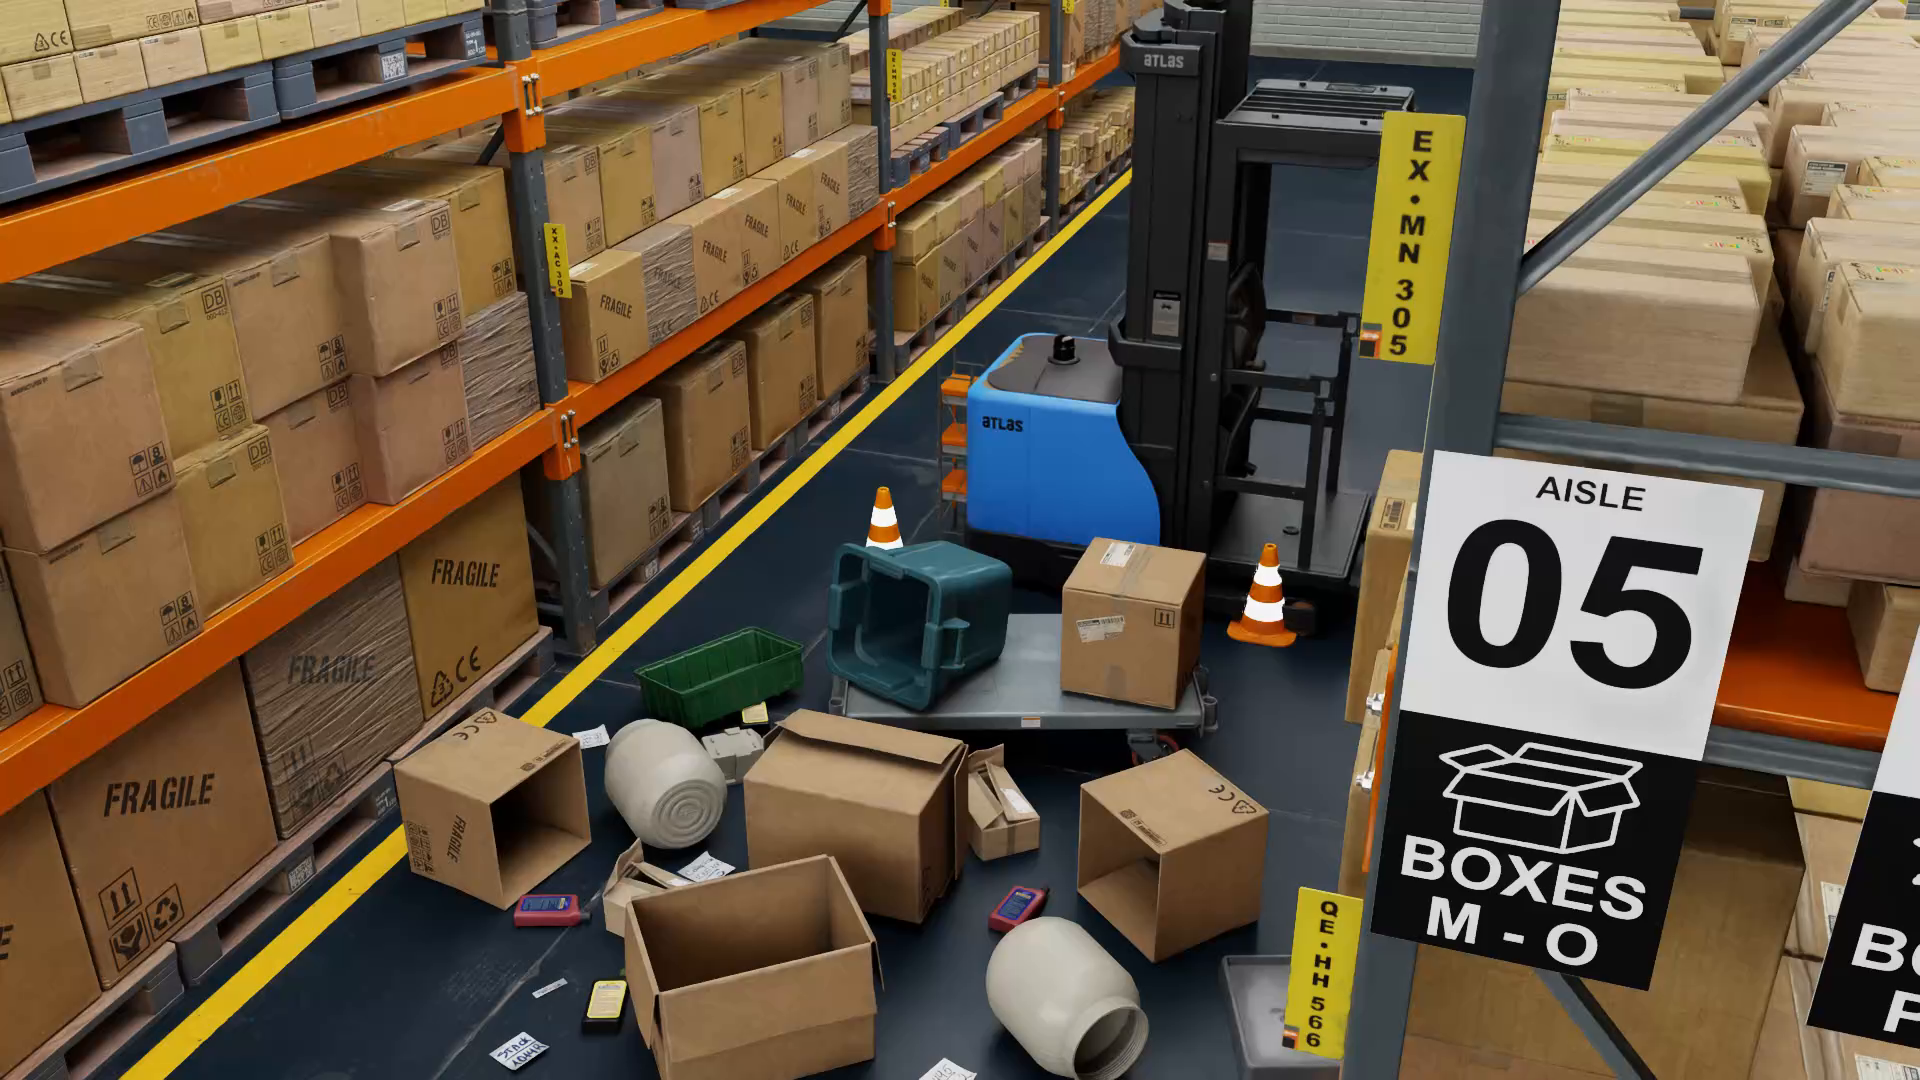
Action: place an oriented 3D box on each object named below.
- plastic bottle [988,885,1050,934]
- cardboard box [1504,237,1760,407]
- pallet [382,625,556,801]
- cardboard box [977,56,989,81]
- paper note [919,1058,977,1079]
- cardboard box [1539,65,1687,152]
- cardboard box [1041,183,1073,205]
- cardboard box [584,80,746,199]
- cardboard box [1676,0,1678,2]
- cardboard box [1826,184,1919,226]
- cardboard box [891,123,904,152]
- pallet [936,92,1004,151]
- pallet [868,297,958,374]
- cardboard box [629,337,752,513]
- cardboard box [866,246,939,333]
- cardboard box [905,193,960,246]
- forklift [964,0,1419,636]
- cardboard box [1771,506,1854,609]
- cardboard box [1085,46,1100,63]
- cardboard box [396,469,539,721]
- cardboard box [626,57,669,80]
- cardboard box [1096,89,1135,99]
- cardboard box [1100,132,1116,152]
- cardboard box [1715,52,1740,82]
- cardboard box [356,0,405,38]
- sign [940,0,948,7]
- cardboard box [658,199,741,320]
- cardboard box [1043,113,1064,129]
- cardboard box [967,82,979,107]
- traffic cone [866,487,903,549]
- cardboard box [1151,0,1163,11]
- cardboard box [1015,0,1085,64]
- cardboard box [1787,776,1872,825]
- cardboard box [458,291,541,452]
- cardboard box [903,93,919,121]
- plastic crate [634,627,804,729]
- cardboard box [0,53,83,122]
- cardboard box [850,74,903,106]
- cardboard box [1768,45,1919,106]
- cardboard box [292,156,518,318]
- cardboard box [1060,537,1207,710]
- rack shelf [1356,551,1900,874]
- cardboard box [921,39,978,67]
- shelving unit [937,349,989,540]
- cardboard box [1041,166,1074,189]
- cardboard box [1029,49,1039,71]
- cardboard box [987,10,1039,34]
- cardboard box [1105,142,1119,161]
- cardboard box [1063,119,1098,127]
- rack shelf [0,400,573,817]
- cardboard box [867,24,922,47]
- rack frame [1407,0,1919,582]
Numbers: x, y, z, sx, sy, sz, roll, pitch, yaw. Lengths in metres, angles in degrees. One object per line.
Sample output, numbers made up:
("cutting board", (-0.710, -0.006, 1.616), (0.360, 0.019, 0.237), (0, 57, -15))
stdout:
("plastic bottle", (0.231, 1.389, 6.311), (0.133, 0.061, 0.283), (14, 29, 26))
("cardboard box", (0.932, -0.326, 2.412), (0.380, 0.149, 0.250), (9, 27, 18))
("pallet", (-2.600, 0.688, 7.587), (1.003, 0.211, 1.213), (9, 27, 17))
("cardboard box", (0.008, -3.631, 12.773), (0.380, 0.149, 0.250), (9, 27, 18))
("paper note", (-0.041, 1.789, 5.534), (0.148, 0.019, 0.142), (20, 32, 35))
("cardboard box", (1.410, -0.961, 3.724), (0.380, 0.149, 0.250), (9, 27, 19))
("cardboard box", (0.814, -3.165, 15.134), (0.380, 0.149, 0.250), (8, 27, 15))
("cardboard box", (-1.606, -2.195, 9.079), (0.700, 0.500, 0.500), (8, 27, 17))
("cardboard box", (1.957, -1.595, 5.033), (0.380, 0.149, 0.250), (10, 27, 19))
("cardboard box", (1.619, -0.460, 2.690), (0.380, 0.149, 0.250), (9, 27, 17))
("cardboard box", (-0.602, -2.743, 11.279), (0.380, 0.149, 0.250), (8, 27, 17))
("pallet", (-0.322, -3.245, 12.731), (1.003, 0.211, 1.213), (9, 27, 17))
("pallet", (-0.680, -1.578, 12.267), (1.003, 0.211, 1.213), (9, 27, 17))
("cardboard box", (-1.826, -0.709, 9.372), (1.050, 0.750, 0.750), (9, 27, 17))
("cardboard box", (-0.466, -1.830, 11.974), (0.500, 0.500, 0.500), (8, 27, 15))
("cardboard box", (-0.315, -2.370, 12.229), (0.500, 0.250, 0.500), (8, 27, 17))
("forklift", (1.595, -1.103, 8.164), (3.031, 2.935, 1.130), (9, 27, 17))
("cardboard box", (1.517, 0.005, 2.645), (0.380, 0.149, 0.250), (8, 27, 16))
("cardboard box", (1.089, -4.551, 15.496), (0.380, 0.149, 0.250), (9, 27, 18))
("cardboard box", (-2.548, 0.147, 7.460), (0.875, 0.875, 0.875), (9, 27, 18))
("cardboard box", (-3.660, -4.779, 17.634), (0.875, 0.875, 0.875), (9, 27, 17))
("cardboard box", (1.646, -4.624, 17.465), (0.380, 0.149, 0.250), (9, 27, 18))
("cardboard box", (1.314, -3.933, 16.379), (0.380, 0.149, 0.250), (9, 27, 18))
("cardboard box", (2.369, -1.180, 4.634), (0.500, 0.250, 0.500), (8, 27, 17))
("cardboard box", (-2.261, -1.933, 6.050), (0.380, 0.149, 0.250), (9, 27, 18))
("sign", (-0.125, -4.621, 14.359), (0.100, 0.325, 0.005), (9, 27, 17))
("cardboard box", (-1.508, -1.503, 8.798), (0.500, 0.500, 0.500), (9, 27, 17))
("cardboard box", (0.813, -4.146, 16.479), (0.380, 0.149, 0.250), (9, 27, 18))
("cardboard box", (-0.075, -3.395, 12.625), (0.380, 0.149, 0.250), (8, 27, 16))
("traffic cone", (-0.402, -0.059, 8.840), (0.336, 0.463, 0.334), (9, 27, 17))
("cardboard box", (1.814, -5.757, 17.241), (0.500, 0.500, 0.500), (9, 27, 18))
("cardboard box", (0.792, -4.502, 14.650), (0.500, 0.500, 0.500), (8, 27, 16))
("cardboard box", (1.855, 0.696, 3.915), (0.500, 0.500, 0.500), (8, 27, 16))
("cardboard box", (-2.384, -0.783, 7.252), (0.875, 0.550, 0.550), (9, 27, 17))
("cardboard box", (-0.503, -3.003, 11.476), (0.380, 0.149, 0.250), (10, 28, 20))
("plastic crate", (-1.095, 0.633, 7.662), (0.662, 0.188, 0.450), (-20, 23, -36))
("cardboard box", (-2.767, -1.309, 4.760), (0.380, 0.149, 0.250), (9, 27, 17))
("cardboard box", (-0.604, -3.019, 11.168), (0.380, 0.149, 0.250), (9, 27, 18))
("cardboard box", (2.161, -1.083, 3.976), (0.380, 0.149, 0.250), (9, 27, 18))
("cardboard box", (-2.428, -1.275, 7.031), (0.875, 0.550, 0.550), (9, 27, 17))
("cardboard box", (0.740, 0.346, 7.092), (0.500, 0.500, 0.500), (9, 27, 17))
("rack shelf", (1.763, -0.396, 4.010), (1.077, 0.370, 4.000), (9, 27, 17))
("cardboard box", (-0.083, -3.660, 12.491), (0.380, 0.149, 0.250), (8, 27, 17))
("shelving unit", (0.018, -0.495, 9.067), (0.215, 1.050, 0.252), (9, 27, 17))
("cardboard box", (0.812, -3.298, 15.068), (0.380, 0.149, 0.250), (10, 28, 20))
("cardboard box", (0.444, -4.040, 13.958), (0.380, 0.149, 0.250), (8, 27, 16))
("cardboard box", (0.440, -4.306, 13.826), (0.380, 0.149, 0.250), (10, 28, 20))
("cardboard box", (1.377, -3.916, 16.685), (0.380, 0.149, 0.250), (9, 27, 18))
("cardboard box", (1.125, -3.984, 16.143), (0.380, 0.149, 0.250), (8, 27, 15))
("rack shelf", (-2.938, 0.277, 6.061), (1.077, 0.370, 4.000), (9, 27, 17))
("cardboard box", (-0.520, -3.977, 13.145), (0.380, 0.149, 0.250), (9, 27, 17))
("rack frame", (1.098, -1.248, 1.502), (1.000, 3.000, 0.127), (9, 27, 17))
